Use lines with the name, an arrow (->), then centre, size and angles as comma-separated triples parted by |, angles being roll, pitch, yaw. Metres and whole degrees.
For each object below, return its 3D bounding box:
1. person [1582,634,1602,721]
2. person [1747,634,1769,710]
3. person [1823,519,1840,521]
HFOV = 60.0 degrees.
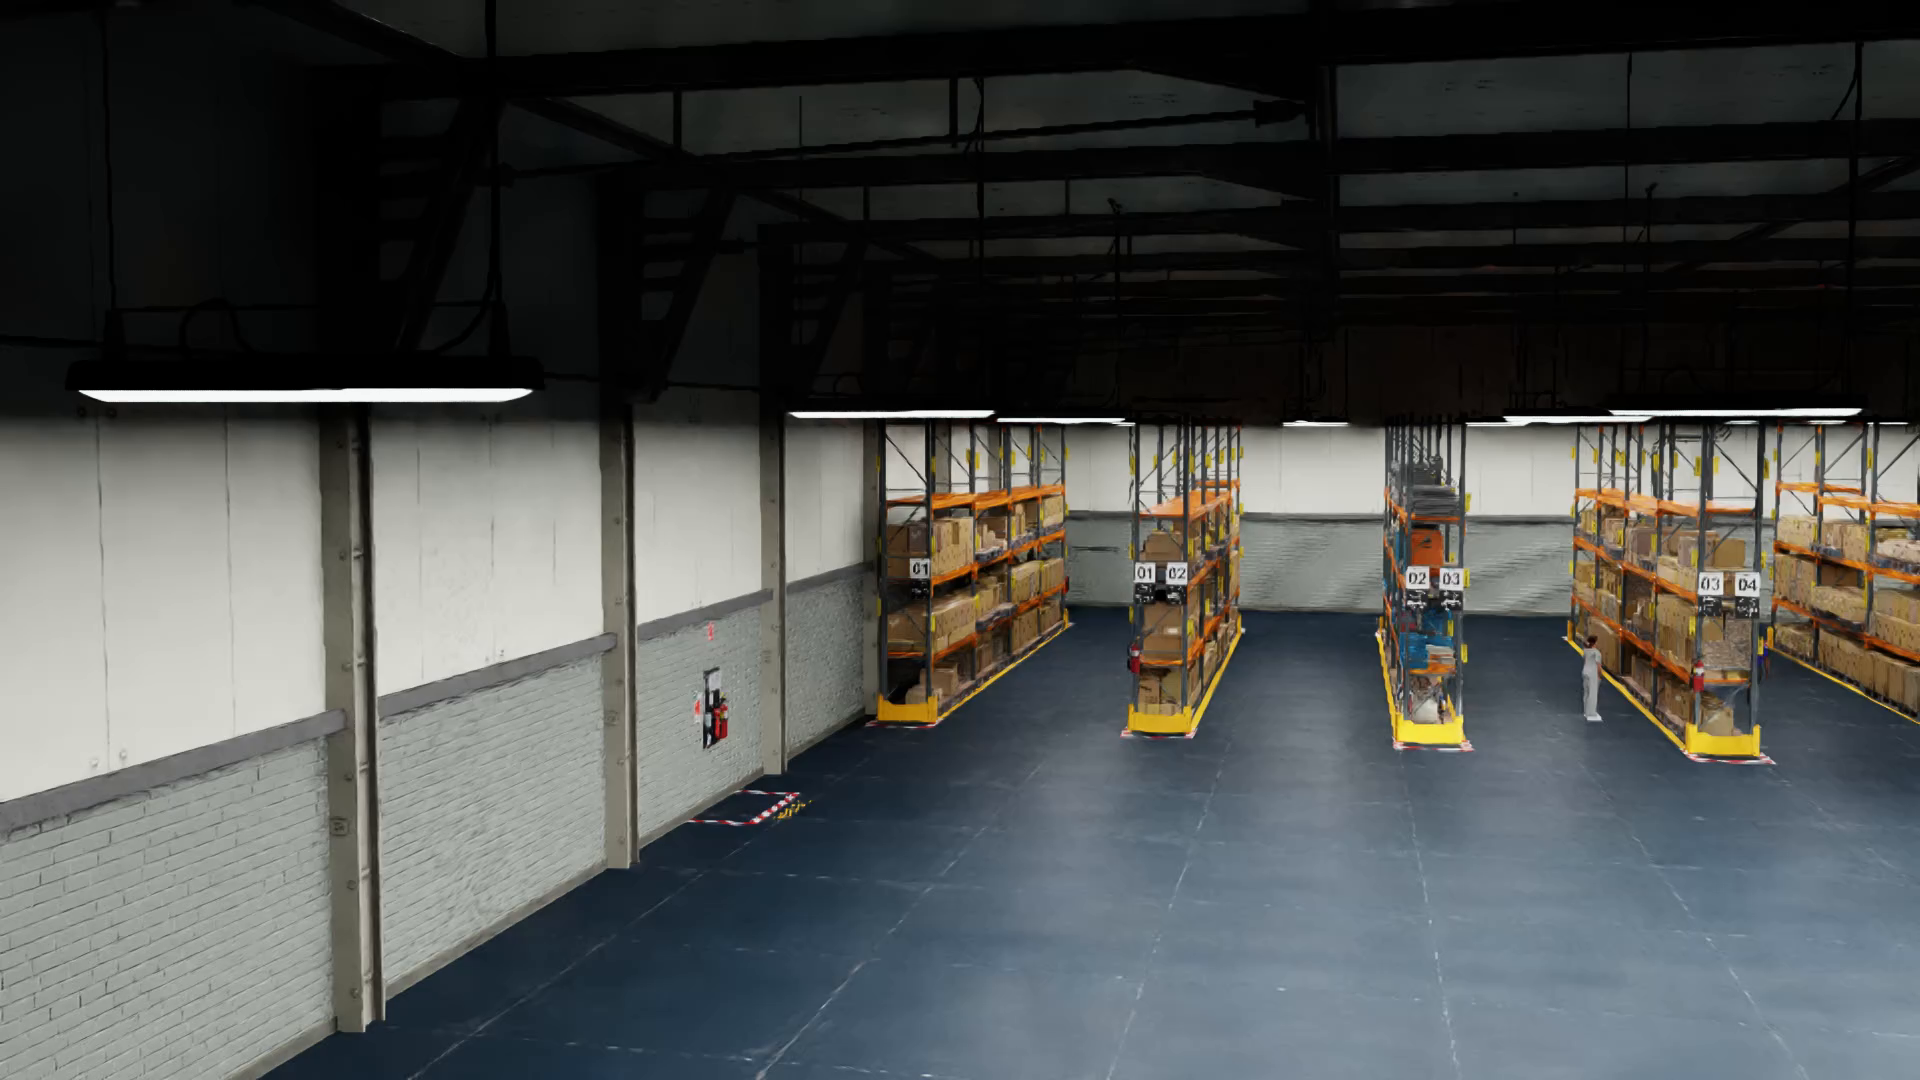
person -> 12.396, 2.673, 32.542 | 0.441, 1.672, 0.496 | -1, 4, -18
person -> 16.169, 2.631, 33.804 | 0.461, 1.596, 0.999 | 1, 4, 11
person -> 23.723, 1.587, 35.599 | 11.465, 3.429, 5.954 | 4, 5, 43
